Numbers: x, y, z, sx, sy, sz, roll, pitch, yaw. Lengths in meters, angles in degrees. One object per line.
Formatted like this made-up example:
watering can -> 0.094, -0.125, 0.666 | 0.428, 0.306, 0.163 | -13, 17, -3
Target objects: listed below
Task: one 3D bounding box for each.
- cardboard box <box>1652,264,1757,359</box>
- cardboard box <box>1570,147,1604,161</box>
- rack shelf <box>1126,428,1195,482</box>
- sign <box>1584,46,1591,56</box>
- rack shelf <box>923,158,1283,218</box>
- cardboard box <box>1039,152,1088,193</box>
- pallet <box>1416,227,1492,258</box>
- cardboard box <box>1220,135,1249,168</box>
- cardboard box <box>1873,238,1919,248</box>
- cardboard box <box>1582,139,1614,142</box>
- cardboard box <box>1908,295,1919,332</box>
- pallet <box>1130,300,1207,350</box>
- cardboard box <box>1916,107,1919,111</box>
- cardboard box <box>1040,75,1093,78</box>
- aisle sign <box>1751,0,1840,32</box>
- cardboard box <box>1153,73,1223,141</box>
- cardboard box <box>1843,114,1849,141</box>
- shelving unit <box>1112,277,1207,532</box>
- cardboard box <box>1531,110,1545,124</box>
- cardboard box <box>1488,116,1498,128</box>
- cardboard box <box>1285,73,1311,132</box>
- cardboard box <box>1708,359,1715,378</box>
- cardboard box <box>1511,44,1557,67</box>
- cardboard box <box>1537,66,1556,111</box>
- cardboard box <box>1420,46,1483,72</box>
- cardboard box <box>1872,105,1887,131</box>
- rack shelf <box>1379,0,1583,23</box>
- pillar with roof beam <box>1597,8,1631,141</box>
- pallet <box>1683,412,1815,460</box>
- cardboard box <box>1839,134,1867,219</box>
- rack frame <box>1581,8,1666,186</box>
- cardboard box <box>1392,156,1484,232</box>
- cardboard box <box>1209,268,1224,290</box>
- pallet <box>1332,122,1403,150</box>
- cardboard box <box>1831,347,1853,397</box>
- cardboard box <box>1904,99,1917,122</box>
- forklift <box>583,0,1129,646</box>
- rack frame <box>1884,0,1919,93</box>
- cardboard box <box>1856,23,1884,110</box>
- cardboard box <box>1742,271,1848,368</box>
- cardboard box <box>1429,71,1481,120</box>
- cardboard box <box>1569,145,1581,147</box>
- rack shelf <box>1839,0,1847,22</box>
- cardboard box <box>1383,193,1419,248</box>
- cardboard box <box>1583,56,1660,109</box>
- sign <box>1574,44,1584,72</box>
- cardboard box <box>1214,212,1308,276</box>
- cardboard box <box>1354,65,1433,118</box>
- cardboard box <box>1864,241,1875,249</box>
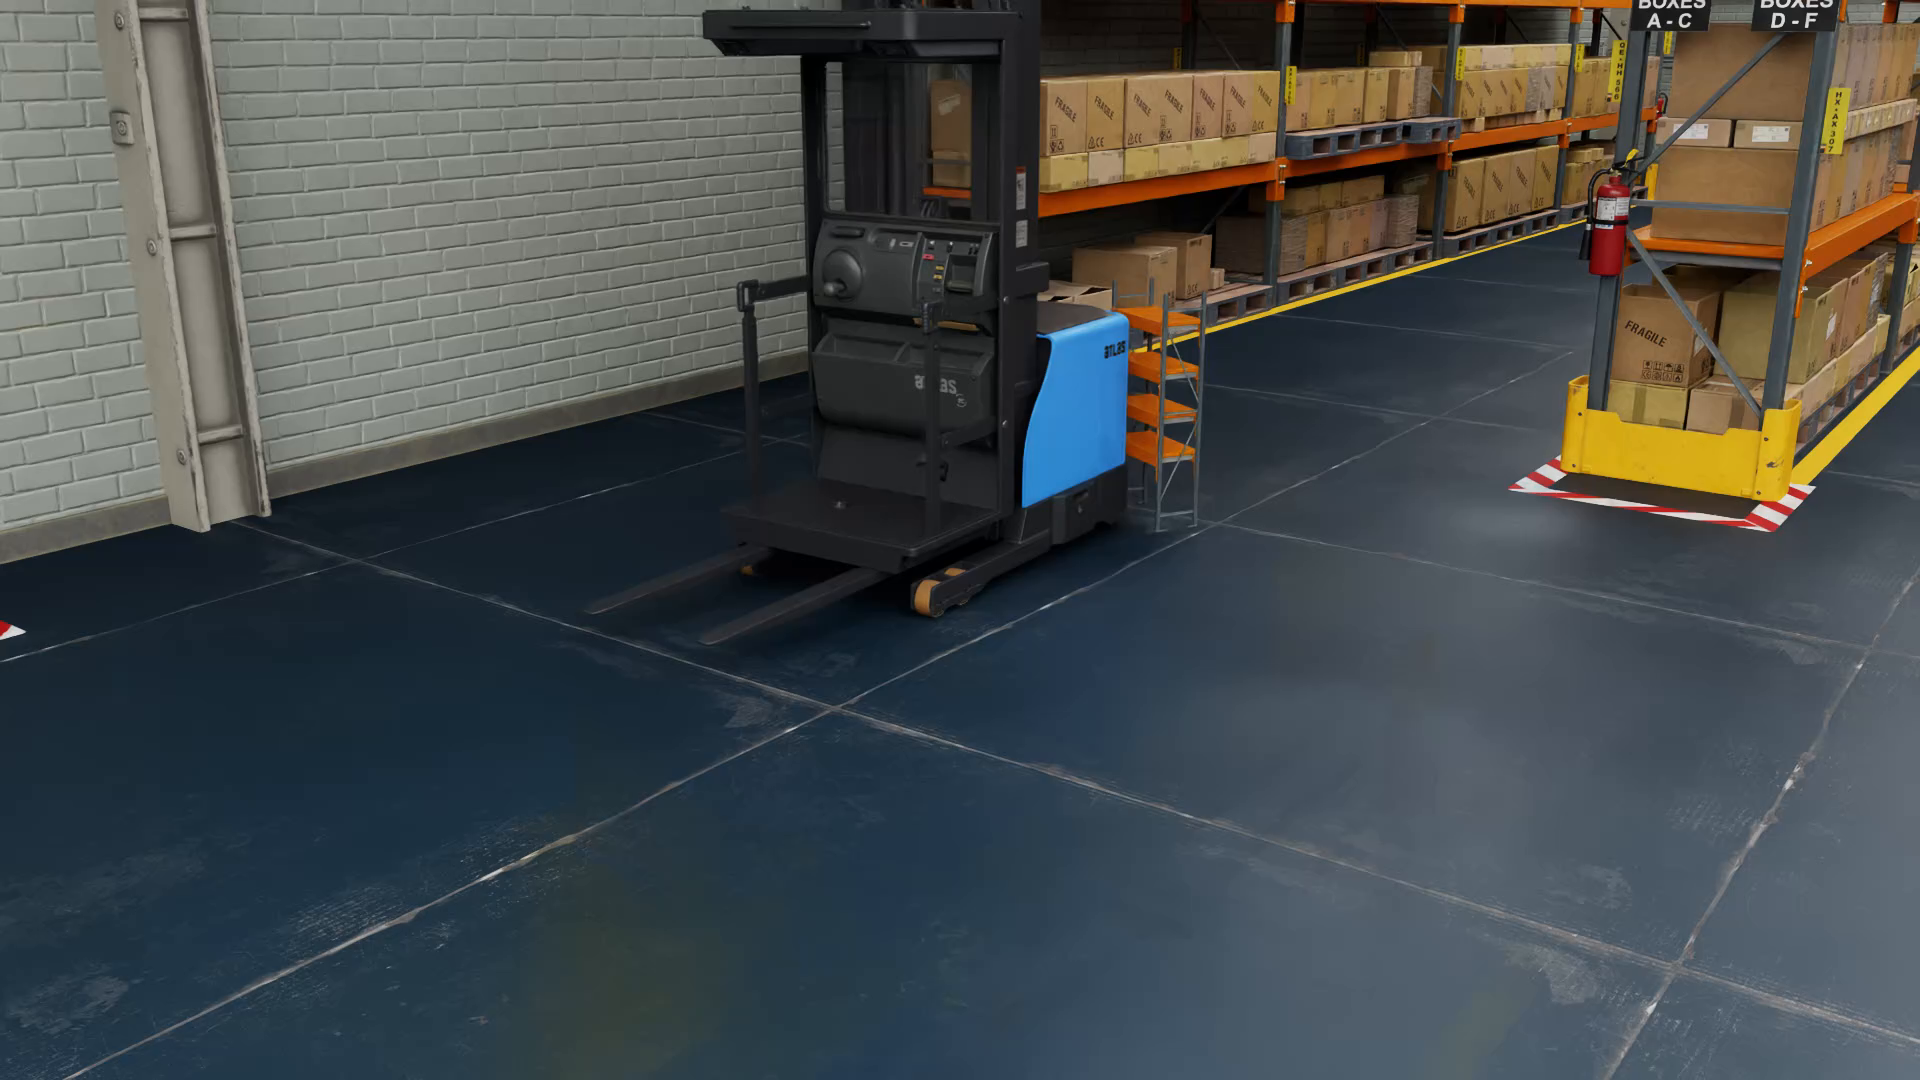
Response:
cardboard box -> 4.674, -1.446, 10.506 | 0.500, 0.500, 0.500 | 12, 21, 35
cardboard box -> 8.368, -5.162, 22.222 | 0.380, 0.149, 0.250 | 12, 21, 33
rack shelf -> 0.990, -0.439, 8.532 | 0.258, 0.148, 0.480 | -8, 19, -24
sign -> 9.120, -7.015, 24.183 | 0.100, 0.325, 0.005 | 12, 21, 35
rack shelf -> 1.220, -2.787, 13.372 | 1.077, 0.370, 4.000 | 12, 21, 35
cardboard box -> 0.574, -2.652, 11.944 | 0.500, 0.250, 0.500 | 12, 21, 33
pallet -> 5.325, -3.402, 18.843 | 1.003, 0.211, 1.213 | 12, 21, 35
cardboard box -> 2.070, -3.261, 13.905 | 0.500, 0.250, 0.500 | 13, 21, 35
cardboard box -> 7.754, -2.308, 13.601 | 0.500, 0.311, 0.500 | 13, 22, 36
cardboard box -> 9.139, -5.662, 23.831 | 0.380, 0.149, 0.250 | 13, 21, 35
cardboard box -> 7.137, -1.793, 12.889 | 0.500, 0.250, 0.500 | 13, 22, 36
pallet -> 1.314, -1.817, 13.738 | 1.003, 0.211, 1.213 | 12, 21, 35
cardboard box -> 7.475, -3.205, 13.336 | 0.500, 0.500, 0.500 | 12, 21, 35
cardboard box -> 0.751, -3.342, 12.901 | 0.500, 0.500, 0.500 | 12, 21, 33
aisle sign -> 4.216, -2.951, 8.305 | 0.394, 0.787, 0.004 | 12, 21, 35
cardboard box -> 1.777, -3.497, 13.403 | 0.500, 0.500, 0.500 | 12, 21, 33
cardboard box -> 4.873, -2.374, 9.570 | 0.380, 0.149, 0.250 | 12, 21, 34
shelving unit -> 0.990, -0.693, 8.453 | 0.258, 1.200, 0.503 | -8, 19, -24
cardboard box -> 6.772, -5.080, 19.933 | 0.380, 0.149, 0.250 | 12, 21, 35
cardboard box -> 5.922, -4.798, 19.025 | 0.380, 0.149, 0.250 | 13, 21, 36
cardboard box -> 2.742, -3.979, 15.090 | 0.700, 0.500, 0.500 | 12, 21, 35
cardboard box -> 4.380, -0.968, 10.231 | 0.500, 0.250, 0.500 | 12, 21, 35
cardboard box -> 6.793, -5.793, 19.871 | 0.500, 0.250, 0.500 | 13, 21, 36
cardboard box -> 6.810, -5.433, 19.979 | 0.500, 0.500, 0.500 | 13, 21, 35
cardboard box -> 5.290, -5.186, 17.918 | 0.500, 0.250, 0.500 | 13, 22, 36
cardboard box -> 5.645, -2.685, 10.569 | 0.380, 0.149, 0.250 | 13, 22, 36
rack shelf -> 5.987, -6.124, 19.063 | 1.077, 0.370, 4.000 | 12, 21, 35
pillar with roof beam -> 13.933, -9.365, 23.227 | 9.100, 9.000, 0.400 | 12, 21, 35
pallet -> 4.431, -0.637, 9.939 | 1.003, 0.211, 1.213 | 12, 21, 35
cardboard box -> 5.218, -2.305, 10.440 | 0.700, 0.500, 0.500 | 13, 22, 36
rack frame -> 9.562, -6.465, 24.003 | 1.000, 3.000, 0.127 | 12, 21, 35
cardboard box -> 5.339, -3.885, 18.613 | 0.750, 0.750, 0.750 | 12, 21, 34
cardboard box -> 2.117, -2.331, 14.727 | 0.380, 0.166, 0.250 | 9, 20, 28
pallet -> 3.649, -3.989, 16.354 | 1.003, 0.211, 1.213 | 12, 21, 35
cardboard box -> 5.402, -1.112, 10.695 | 0.500, 0.250, 0.500 | 12, 21, 35
cardboard box -> 6.402, -2.987, 11.542 | 0.380, 0.149, 0.250 | 12, 21, 35
forklift -> -0.379, -1.224, 7.242 | 1.130, 2.935, 3.031 | 11, 20, 32
rack frame -> 8.776, -3.685, 15.051 | 1.000, 3.000, 0.127 | 12, 21, 35
cardboard box -> 5.236, -2.934, 10.277 | 0.700, 0.500, 0.500 | 12, 21, 35
cardboard box -> 5.091, -1.354, 10.210 | 0.500, 0.500, 0.500 | 12, 21, 35
cardboard box -> 5.290, -4.829, 18.032 | 0.500, 0.500, 0.500 | 13, 22, 36
cardboard box -> 8.234, -5.299, 22.664 | 0.380, 0.149, 0.250 | 12, 21, 34
rack shelf -> 5.201, -3.345, 10.111 | 1.077, 0.370, 4.000 | 12, 21, 35
cardboard box -> 4.408, -3.395, 17.591 | 0.700, 0.500, 0.500 | 13, 21, 35
cardboard box -> 9.266, -6.485, 23.562 | 0.980, 0.700, 0.700 | 14, 22, 37
sign -> 7.620, -5.933, 20.474 | 0.100, 0.325, 0.005 | 12, 21, 35
cardboard box -> 2.837, -2.801, 15.679 | 0.700, 0.500, 0.500 | 13, 22, 37
cardboard box -> 4.523, -4.703, 17.421 | 0.700, 0.500, 0.500 | 10, 20, 28
cardboard box -> 7.310, -2.397, 13.887 | 0.500, 0.311, 0.500 | 12, 21, 34
